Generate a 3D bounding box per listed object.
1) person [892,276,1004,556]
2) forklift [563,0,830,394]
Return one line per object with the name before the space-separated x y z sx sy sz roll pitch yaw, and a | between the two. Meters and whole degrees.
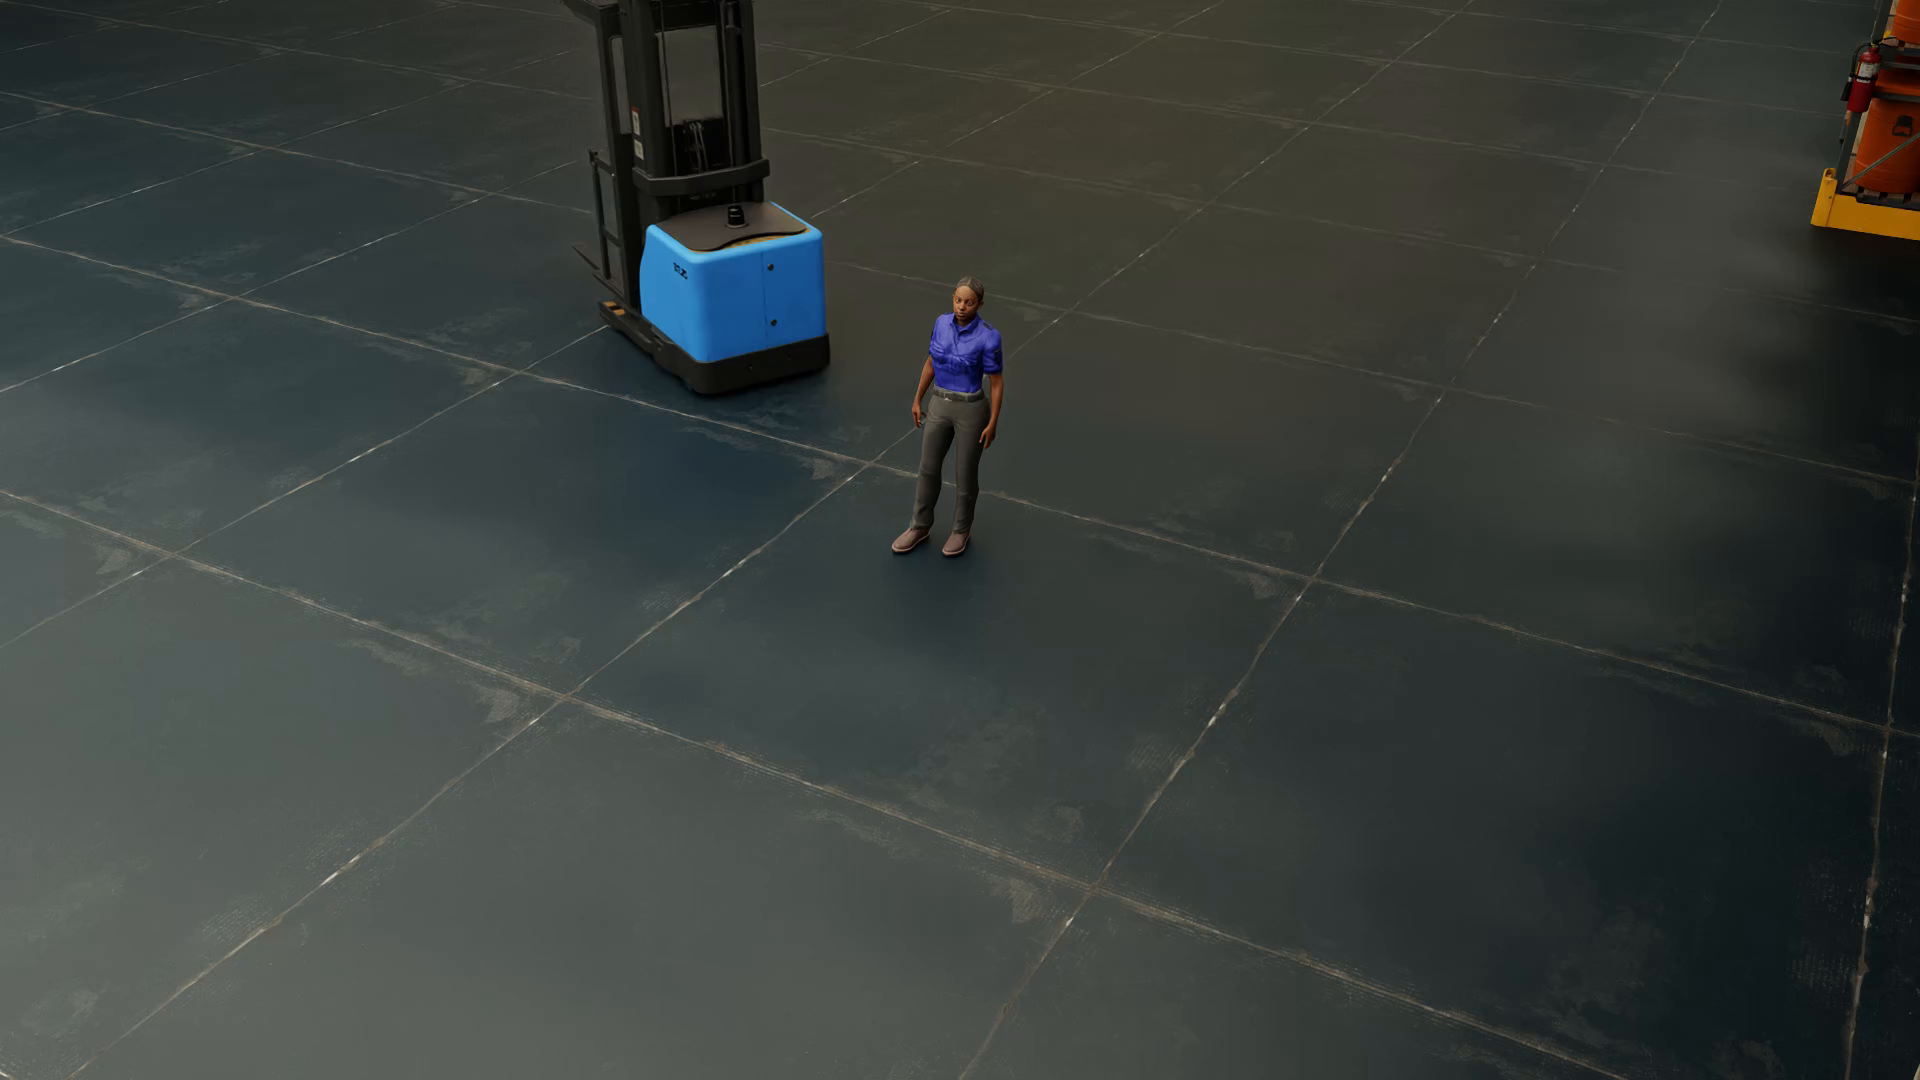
person | -0.062 -0.688 9.525 0.569 1.656 0.496 15 33 25
forklift | -2.147 -2.988 12.247 1.130 2.935 3.031 -17 34 -27
